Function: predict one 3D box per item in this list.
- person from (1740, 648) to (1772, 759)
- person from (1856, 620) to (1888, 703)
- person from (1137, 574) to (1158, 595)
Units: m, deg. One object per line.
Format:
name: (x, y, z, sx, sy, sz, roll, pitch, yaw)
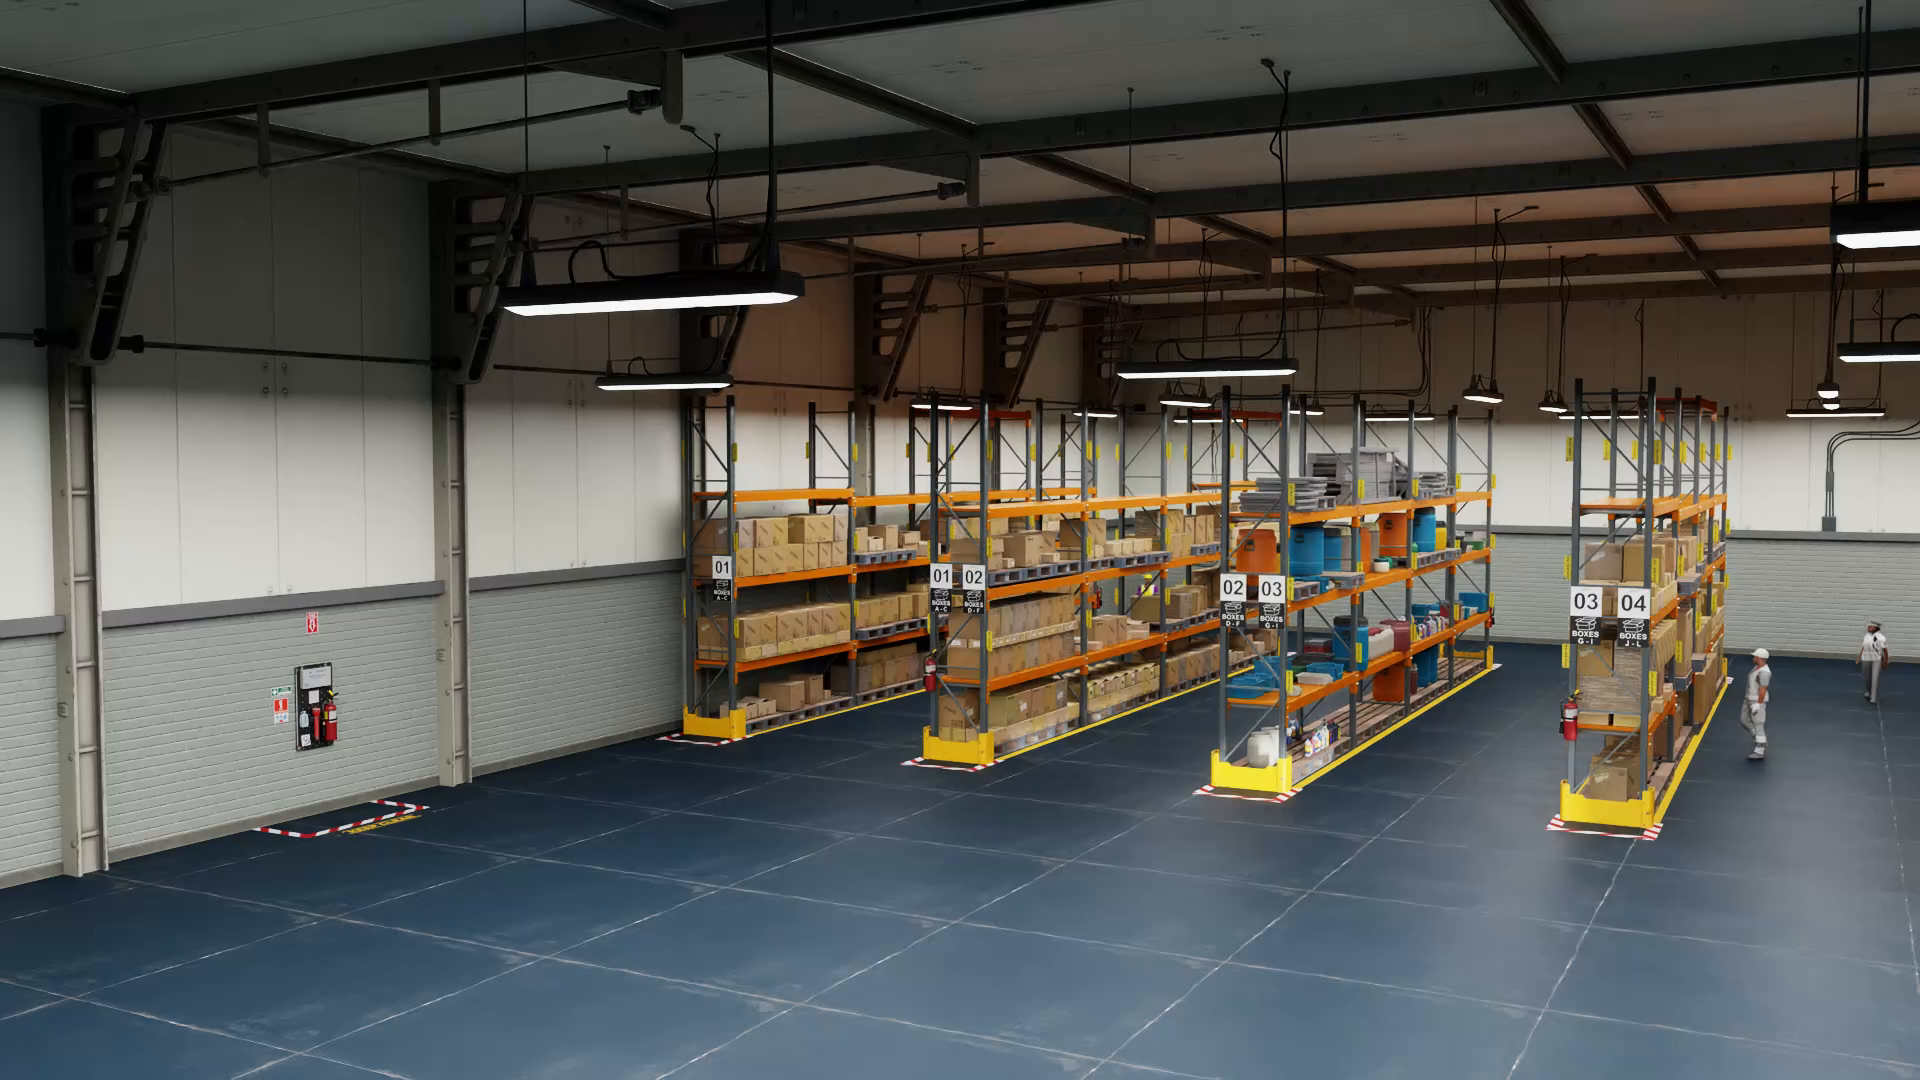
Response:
person: (13.094, 2.664, 27.306, 0.476, 1.789, 0.632, 0, 3, 2)
person: (18.335, 2.422, 33.429, 0.557, 1.638, 0.932, 2, 4, 33)
person: (5.005, 1.821, 44.378, 0.608, 1.838, 0.538, 0, 3, 2)
